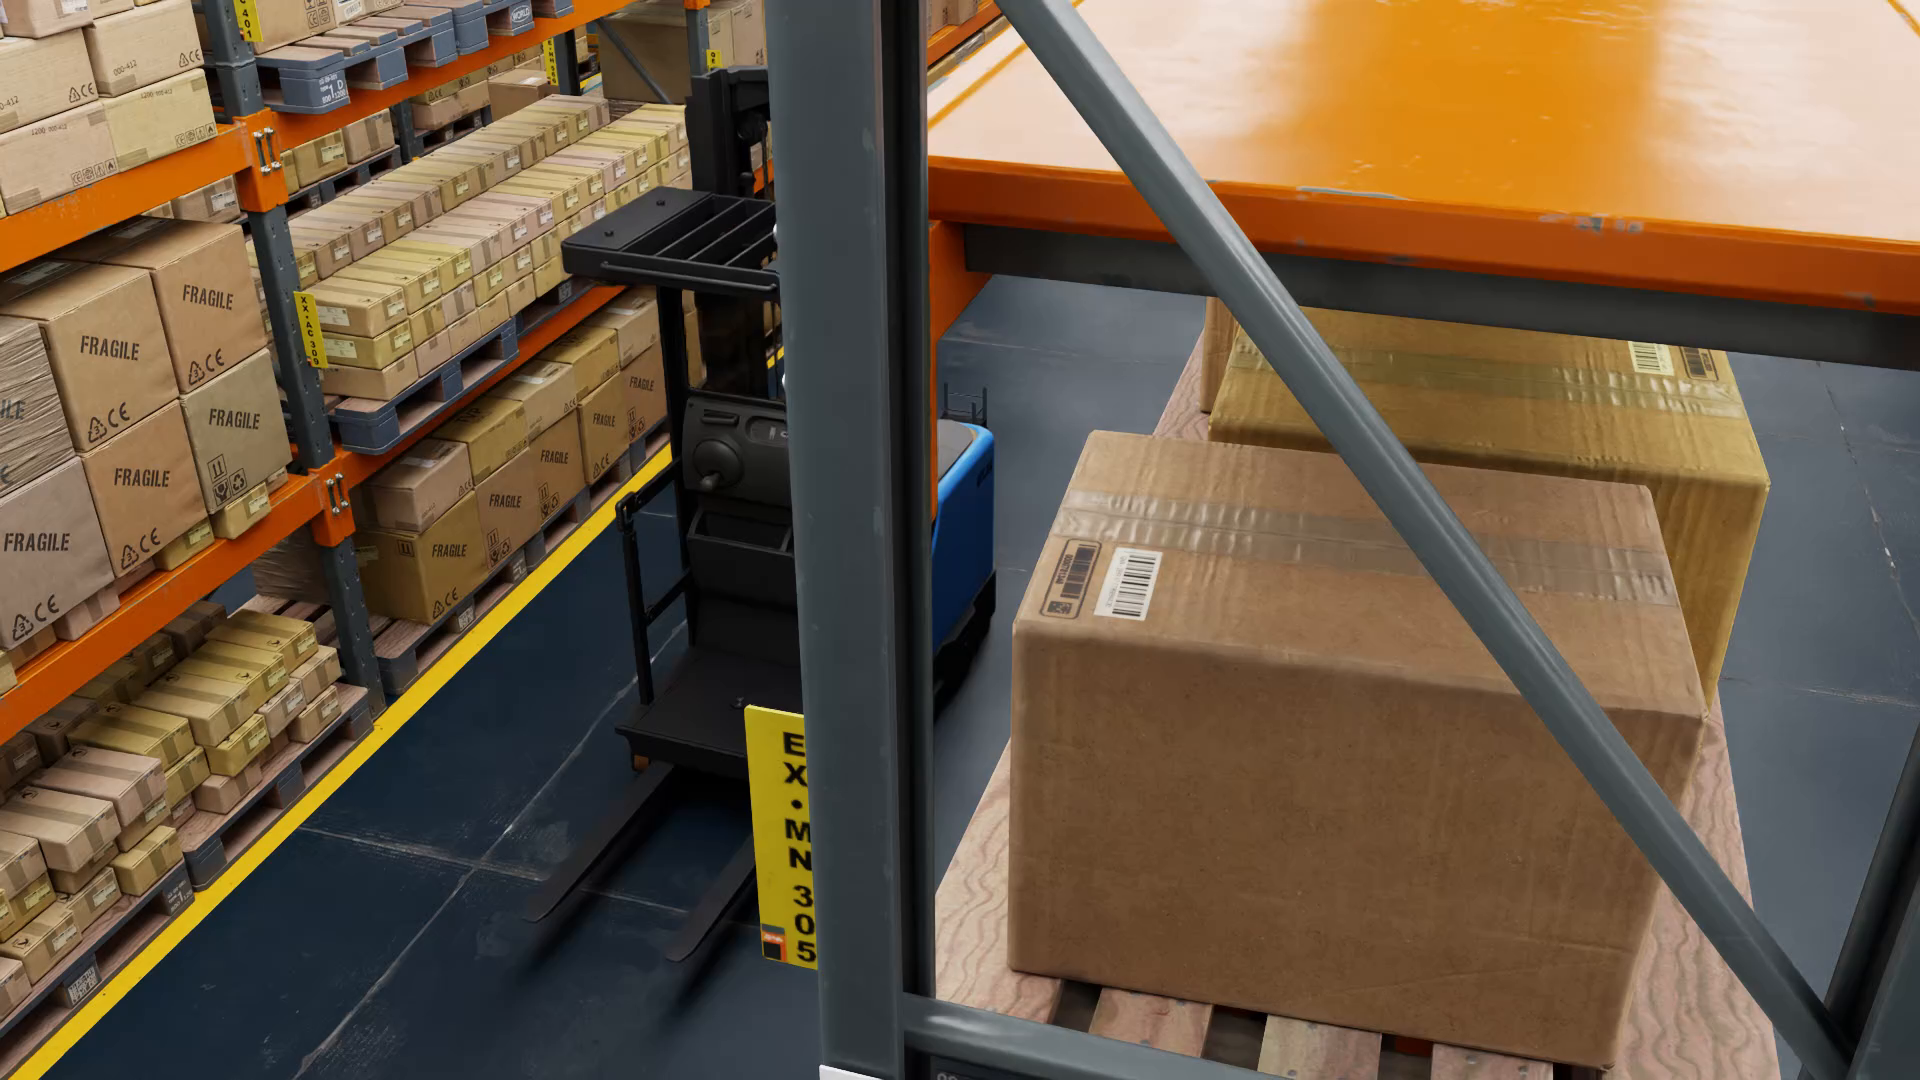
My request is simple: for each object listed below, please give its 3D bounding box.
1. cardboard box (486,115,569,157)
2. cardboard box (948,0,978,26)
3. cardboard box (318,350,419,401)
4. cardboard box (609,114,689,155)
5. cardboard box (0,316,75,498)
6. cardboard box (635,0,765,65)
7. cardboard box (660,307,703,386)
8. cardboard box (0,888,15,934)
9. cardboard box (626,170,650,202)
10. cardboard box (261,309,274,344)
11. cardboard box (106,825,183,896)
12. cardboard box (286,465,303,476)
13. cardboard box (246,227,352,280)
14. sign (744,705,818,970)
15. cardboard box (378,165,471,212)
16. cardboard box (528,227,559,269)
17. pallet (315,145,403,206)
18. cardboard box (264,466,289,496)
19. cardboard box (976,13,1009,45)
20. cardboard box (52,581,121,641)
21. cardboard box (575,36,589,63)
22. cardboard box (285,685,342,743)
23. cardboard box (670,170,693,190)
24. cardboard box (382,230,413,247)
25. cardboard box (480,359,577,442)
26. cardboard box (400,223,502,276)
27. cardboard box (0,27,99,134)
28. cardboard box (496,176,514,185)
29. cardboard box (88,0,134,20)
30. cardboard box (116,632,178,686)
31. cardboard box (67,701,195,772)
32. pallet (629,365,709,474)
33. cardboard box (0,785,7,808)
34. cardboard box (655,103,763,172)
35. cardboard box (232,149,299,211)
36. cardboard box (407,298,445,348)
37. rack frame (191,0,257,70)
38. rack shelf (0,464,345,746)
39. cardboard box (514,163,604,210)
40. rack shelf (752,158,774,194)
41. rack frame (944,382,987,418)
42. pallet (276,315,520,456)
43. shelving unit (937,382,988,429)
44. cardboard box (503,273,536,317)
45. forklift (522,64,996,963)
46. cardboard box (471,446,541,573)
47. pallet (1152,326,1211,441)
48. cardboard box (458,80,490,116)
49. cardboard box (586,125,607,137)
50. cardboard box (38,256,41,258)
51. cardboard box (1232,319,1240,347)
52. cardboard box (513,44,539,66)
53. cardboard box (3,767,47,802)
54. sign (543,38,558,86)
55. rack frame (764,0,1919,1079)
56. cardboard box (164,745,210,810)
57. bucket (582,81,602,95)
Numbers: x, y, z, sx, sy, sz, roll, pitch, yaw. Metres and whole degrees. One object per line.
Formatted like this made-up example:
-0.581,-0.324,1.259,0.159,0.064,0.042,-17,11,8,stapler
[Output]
-2.485,-2.322,9.553,0.380,0.149,0.250,8,30,15,cardboard box
-0.330,-5.005,15.007,0.875,0.550,0.550,8,30,15,cardboard box
-2.630,-0.747,7.333,0.380,0.149,0.250,7,30,12,cardboard box
-1.793,-2.338,9.582,0.380,0.149,0.250,8,30,14,cardboard box
-3.375,-0.432,5.504,0.500,0.500,0.500,9,30,16,cardboard box
-1.723,-3.337,11.032,0.700,0.500,0.500,8,30,14,cardboard box
-1.955,-1.162,10.393,0.500,0.500,0.500,8,30,15,cardboard box
-3.514,1.296,5.723,0.380,0.149,0.250,9,30,16,cardboard box
-1.946,-1.960,9.209,0.380,0.149,0.250,9,30,15,cardboard box
-3.257,-0.972,7.432,0.380,0.149,0.250,9,30,16,cardboard box
-3.279,1.219,6.474,0.380,0.149,0.250,8,30,15,cardboard box
-3.209,-0.356,8.173,0.500,0.250,0.500,8,30,14,cardboard box
-3.098,-1.348,7.803,0.380,0.149,0.250,8,30,13,cardboard box
-0.162,0.311,1.690,0.100,0.325,0.005,8,30,15,sign
-2.793,-1.834,8.677,0.380,0.149,0.250,8,30,14,cardboard box
-2.250,-1.487,8.358,0.380,0.149,0.250,8,30,14,cardboard box
-5.826,-3.352,15.058,1.003,0.211,1.213,8,30,15,pallet
-3.046,-0.279,6.925,0.380,0.149,0.250,8,30,14,cardboard box
-0.055,-4.653,16.283,0.875,0.875,0.875,8,30,14,cardboard box
-3.303,0.218,6.030,0.380,0.149,0.250,7,30,13,cardboard box
-4.412,-5.348,18.175,0.500,0.250,0.500,8,30,15,cardboard box
-2.975,0.738,7.339,0.380,0.149,0.250,9,30,16,cardboard box
-1.791,-2.078,9.726,0.380,0.149,0.250,8,30,15,cardboard box
-2.952,-1.458,8.306,0.380,0.149,0.250,7,30,12,cardboard box
-2.408,-0.764,8.906,0.500,0.250,0.500,10,31,17,cardboard box
-2.401,-1.371,7.844,0.380,0.149,0.250,8,30,14,cardboard box
-3.242,-1.528,5.466,0.500,0.250,0.500,7,30,13,cardboard box
-2.646,-1.938,9.169,0.380,0.149,0.250,9,30,15,cardboard box
-3.084,-1.885,5.696,0.380,0.149,0.250,9,30,16,cardboard box
-3.622,0.497,7.160,0.380,0.149,0.250,10,31,17,cardboard box
-3.295,0.800,6.615,0.380,0.149,0.250,9,30,17,cardboard box
-2.242,-0.833,10.530,1.003,0.211,1.213,8,30,15,pallet
-3.858,0.991,6.271,0.380,0.149,0.250,7,30,13,cardboard box
-1.622,-2.628,10.786,0.500,0.500,0.500,9,30,15,cardboard box
-6.161,-3.066,13.946,0.950,0.372,0.625,10,30,17,cardboard box
-2.556,-0.997,7.478,0.380,0.149,0.250,8,30,14,cardboard box
-3.185,-3.177,5.704,1.000,3.000,0.127,8,30,15,rack frame
-3.773,0.688,5.667,1.077,0.370,4.000,8,30,15,rack shelf
-2.099,-1.854,8.712,0.380,0.149,0.250,10,31,17,cardboard box
-1.424,-3.029,12.350,1.077,0.370,4.000,8,30,15,rack shelf
0.027,-0.437,9.109,0.240,0.900,0.006,8,30,15,rack frame
-2.822,-0.806,7.811,1.003,0.211,1.213,8,30,15,pallet
-0.002,-0.389,9.024,0.258,0.900,0.210,8,30,15,shelving unit
-2.328,-1.227,8.196,0.380,0.149,0.250,7,30,13,cardboard box
-0.807,-0.299,6.773,1.130,2.935,3.031,10,31,18,forklift
-2.561,-0.198,8.660,0.500,0.500,0.500,10,31,17,cardboard box
0.916,-0.129,3.402,1.003,0.211,1.213,8,30,15,pallet
-5.022,-4.400,16.470,0.500,0.250,0.500,10,31,18,cardboard box
-2.345,-2.422,10.039,0.380,0.149,0.250,10,31,17,cardboard box
-3.551,-0.991,6.509,0.500,0.500,0.500,9,30,16,cardboard box
0.840,-0.264,2.916,0.700,0.500,0.500,6,30,11,cardboard box
-4.715,-5.215,17.164,0.500,0.500,0.500,8,30,14,cardboard box
-3.809,0.998,6.565,0.380,0.149,0.250,10,31,17,cardboard box
-2.543,-2.998,10.362,0.100,0.325,0.005,8,30,15,sign
0.349,-0.564,1.007,0.949,2.616,0.053,8,30,15,rack frame
-3.271,0.926,6.695,0.380,0.149,0.250,9,30,15,cardboard box
-3.001,-3.899,14.977,0.726,0.611,0.620,20,45,32,bucket
